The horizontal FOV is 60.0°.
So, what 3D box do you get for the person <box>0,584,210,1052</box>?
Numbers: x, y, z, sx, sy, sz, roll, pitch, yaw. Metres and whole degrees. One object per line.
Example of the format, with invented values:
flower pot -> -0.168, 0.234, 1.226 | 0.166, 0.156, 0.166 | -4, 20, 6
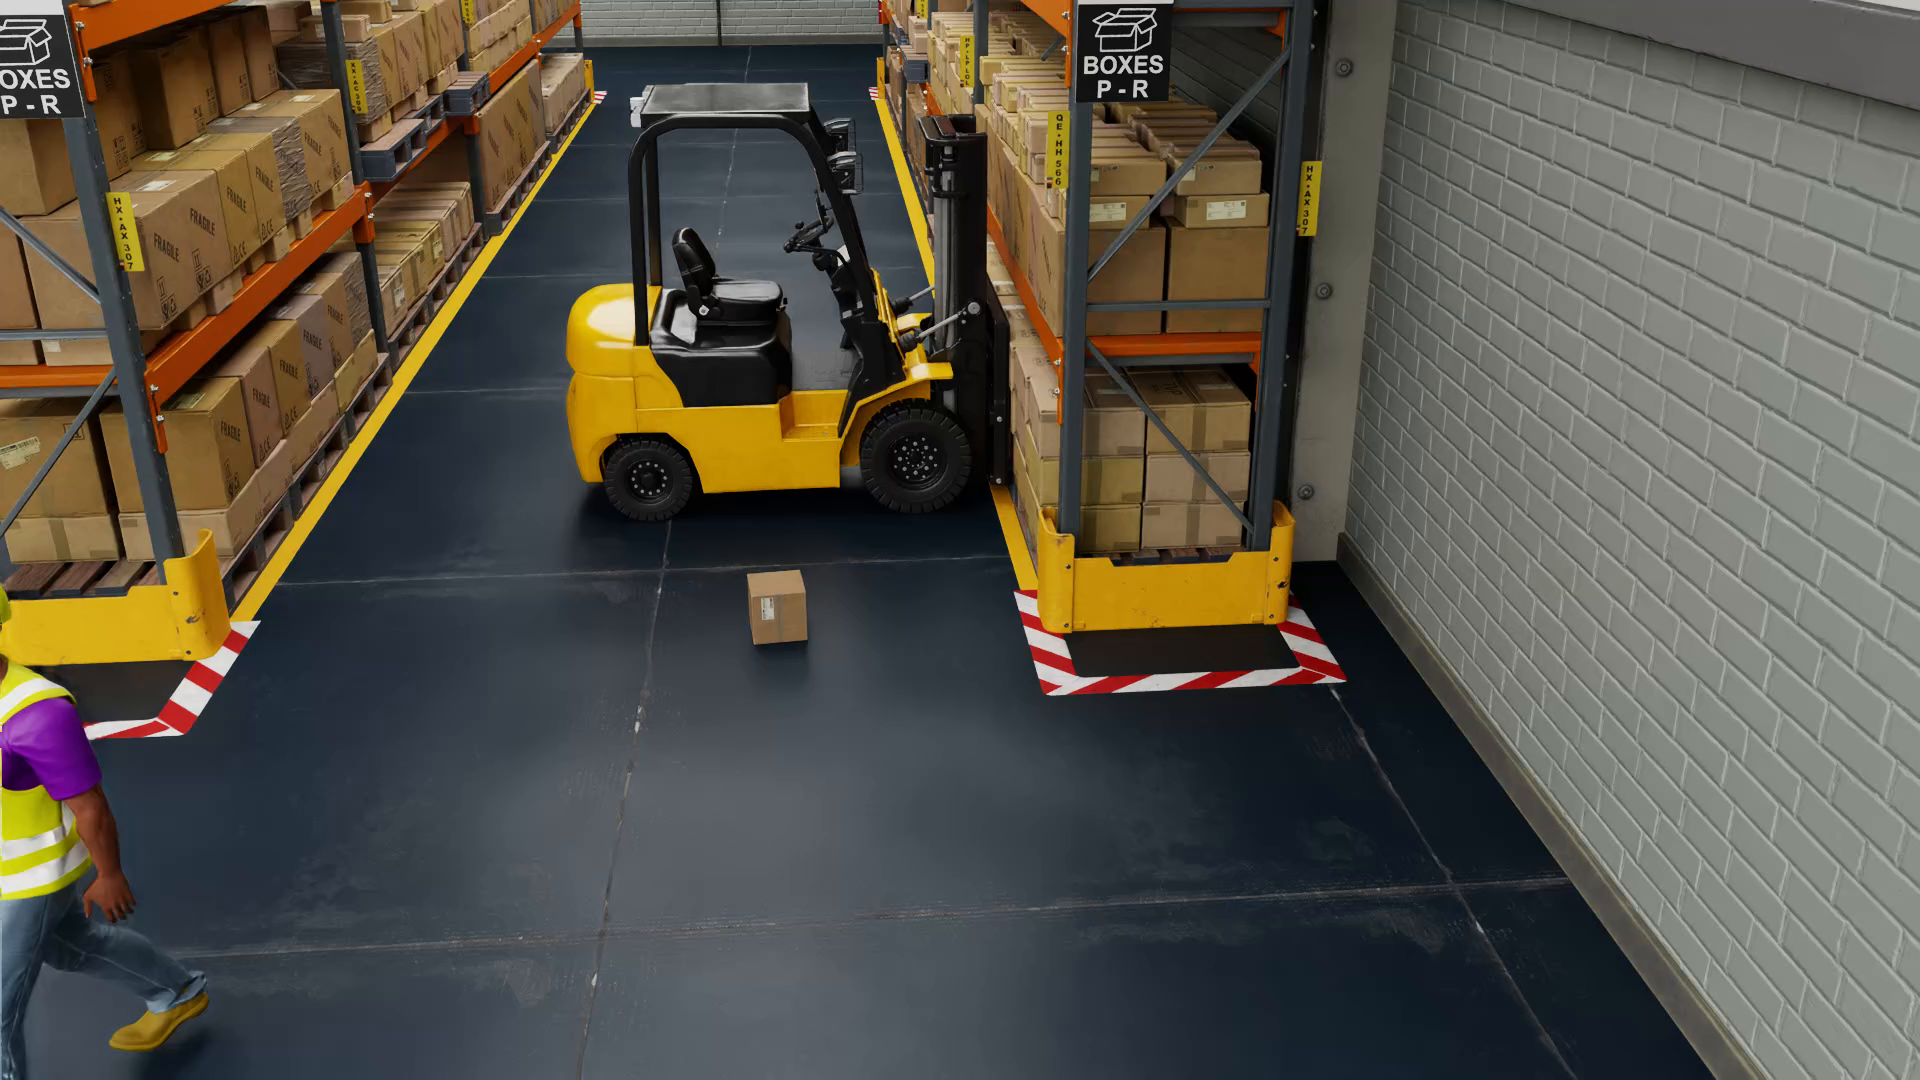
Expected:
person -> -2.614, 0.901, 4.504 | 0.436, 1.721, 1.026 | 16, 28, 32
